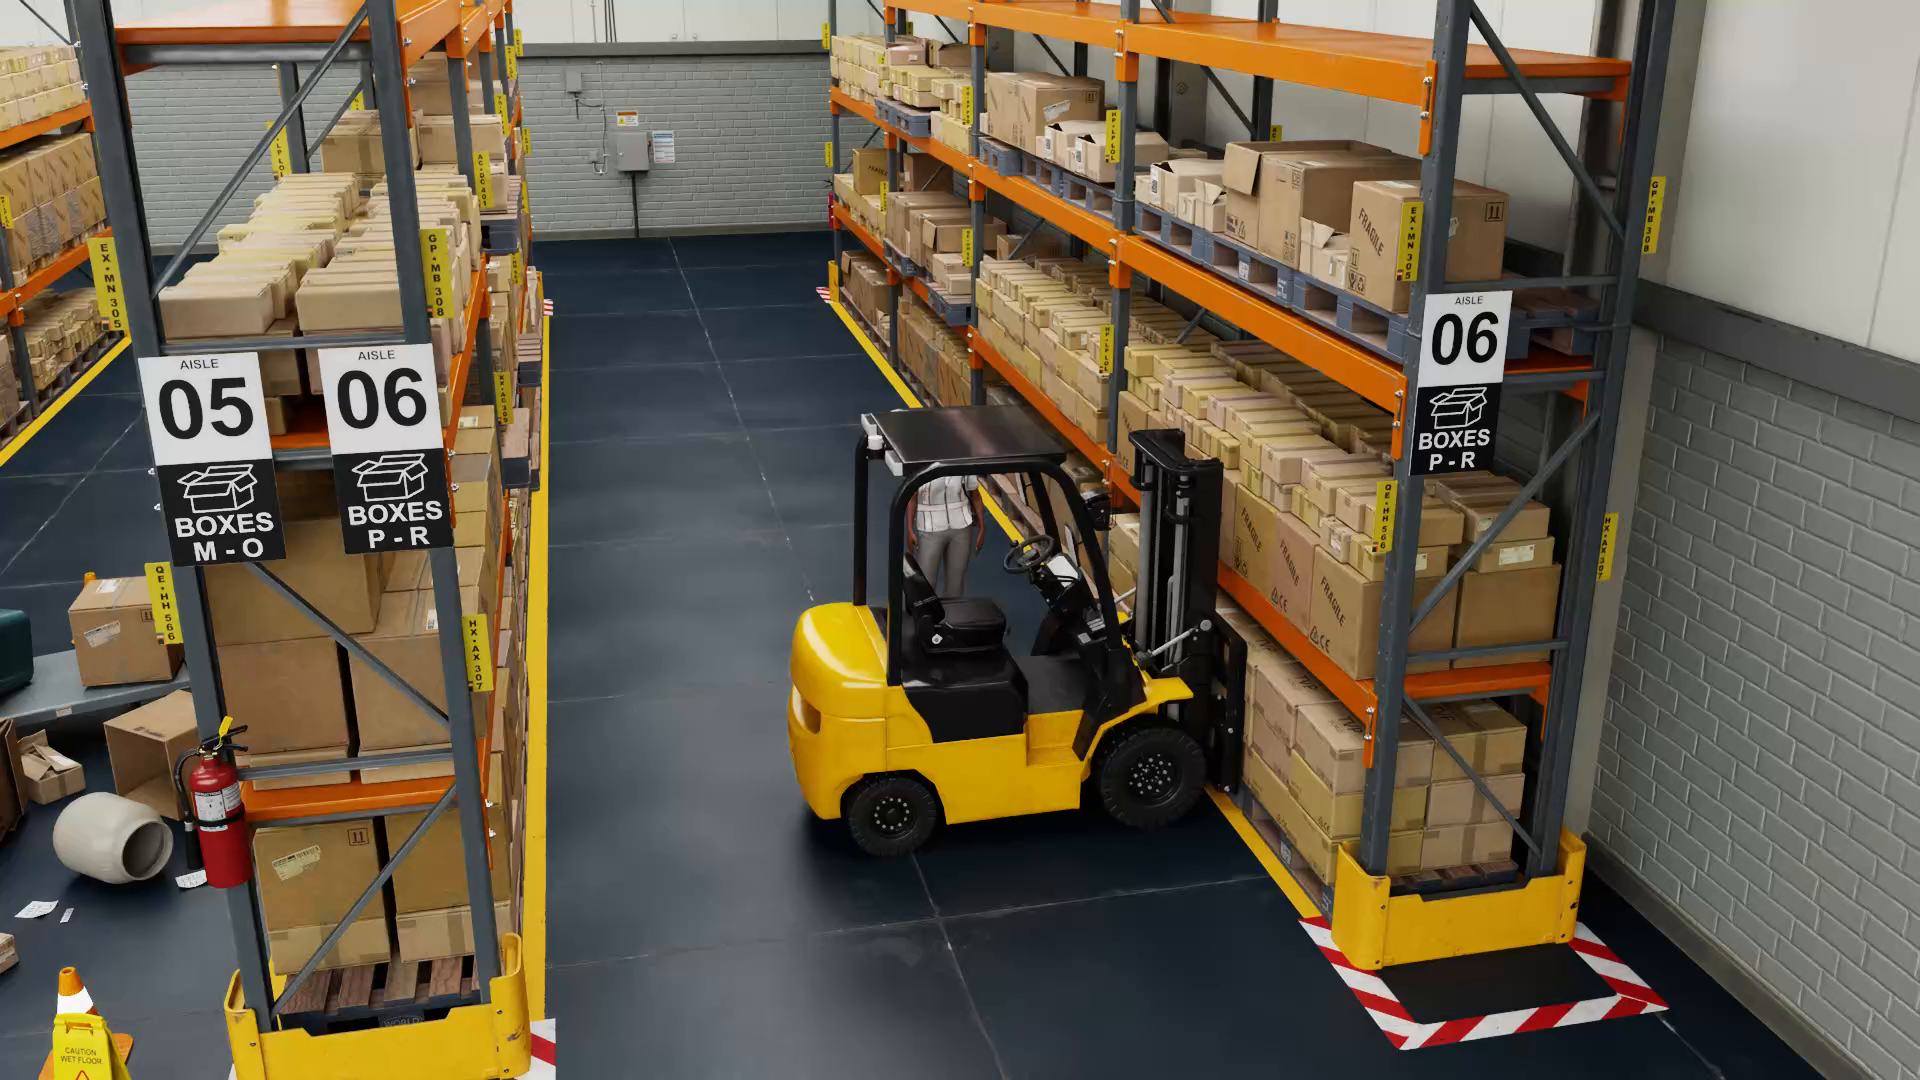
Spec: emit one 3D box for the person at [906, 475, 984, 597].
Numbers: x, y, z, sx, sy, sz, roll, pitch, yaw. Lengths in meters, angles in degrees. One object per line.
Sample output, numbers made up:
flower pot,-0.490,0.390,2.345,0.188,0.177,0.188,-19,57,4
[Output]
person,-0.099,-0.037,11.096,0.570,1.696,0.529,-5,20,-12
